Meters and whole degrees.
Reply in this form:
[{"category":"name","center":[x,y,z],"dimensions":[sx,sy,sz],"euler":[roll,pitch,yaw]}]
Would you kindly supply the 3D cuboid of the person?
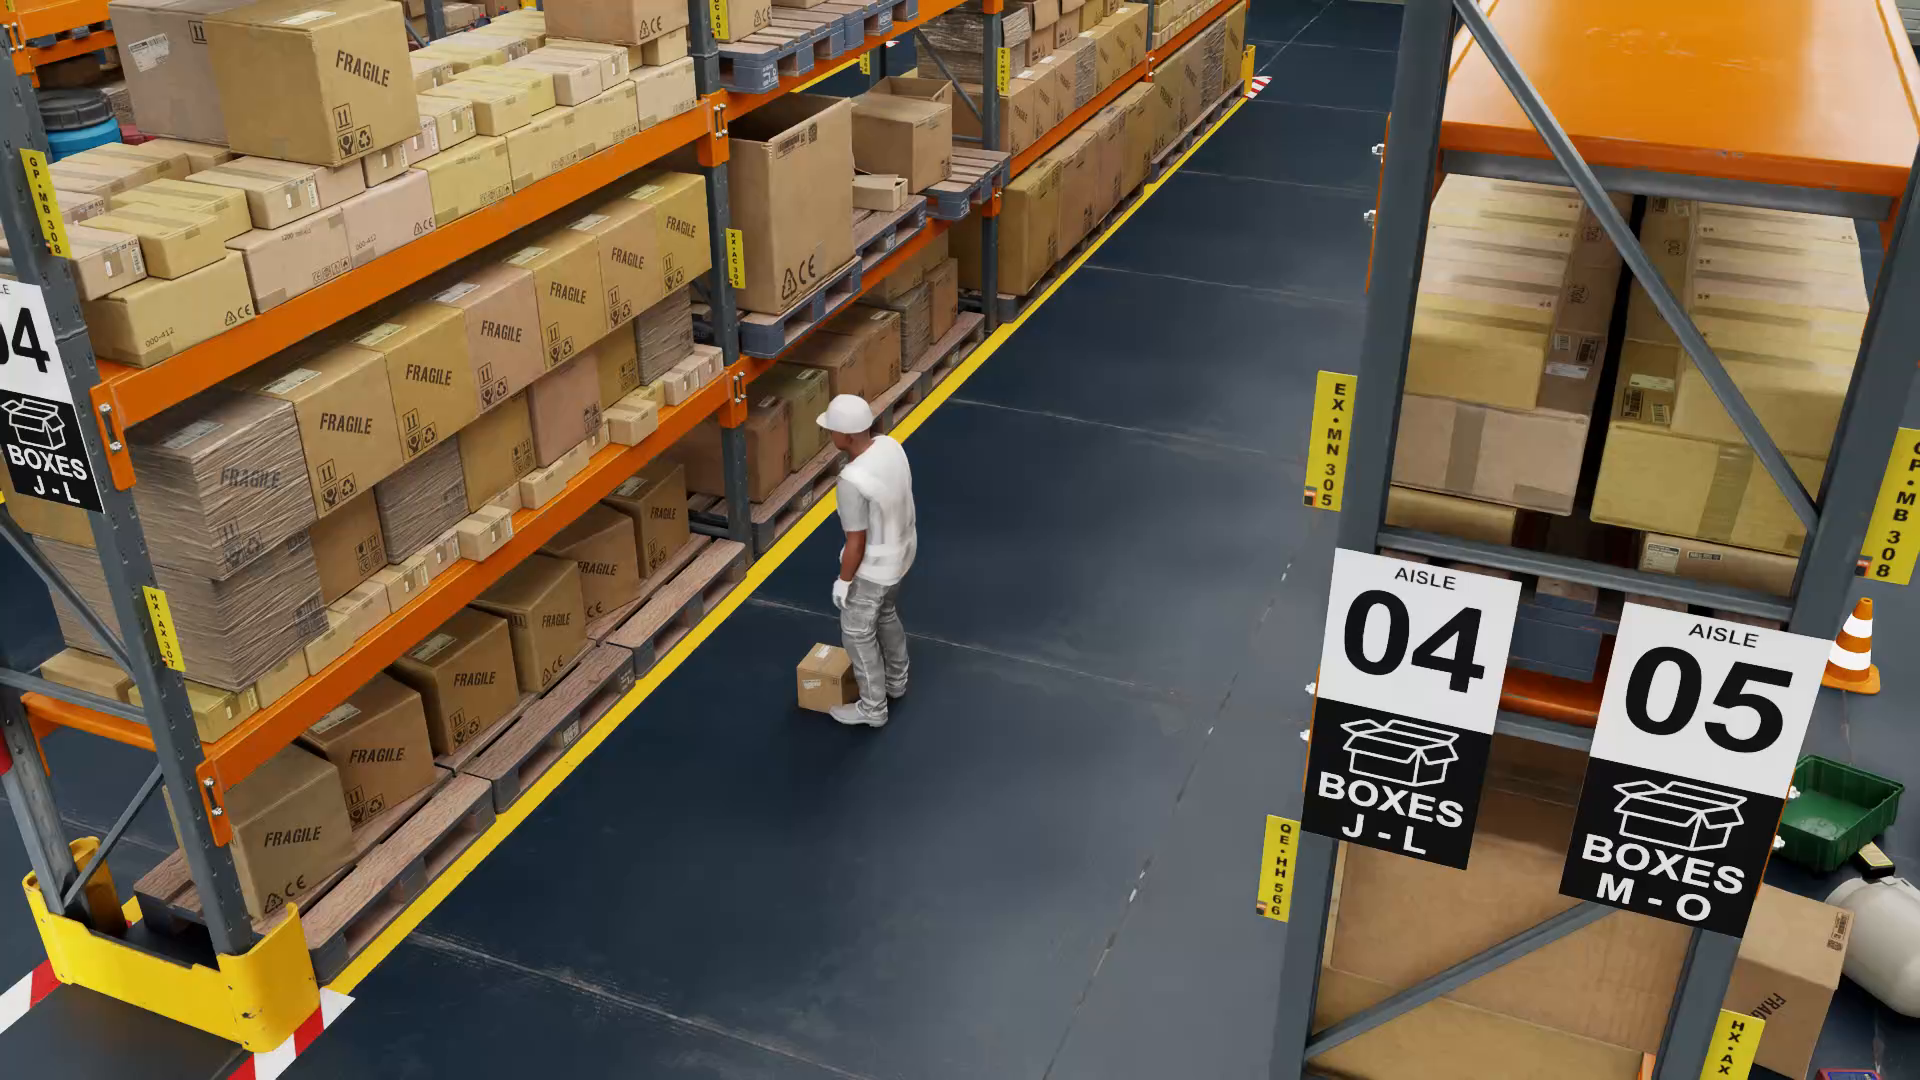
[{"category":"person","center":[-0.453,0.097,8.219],"dimensions":[0.449,1.773,0.614],"euler":[11,31,18]}]
